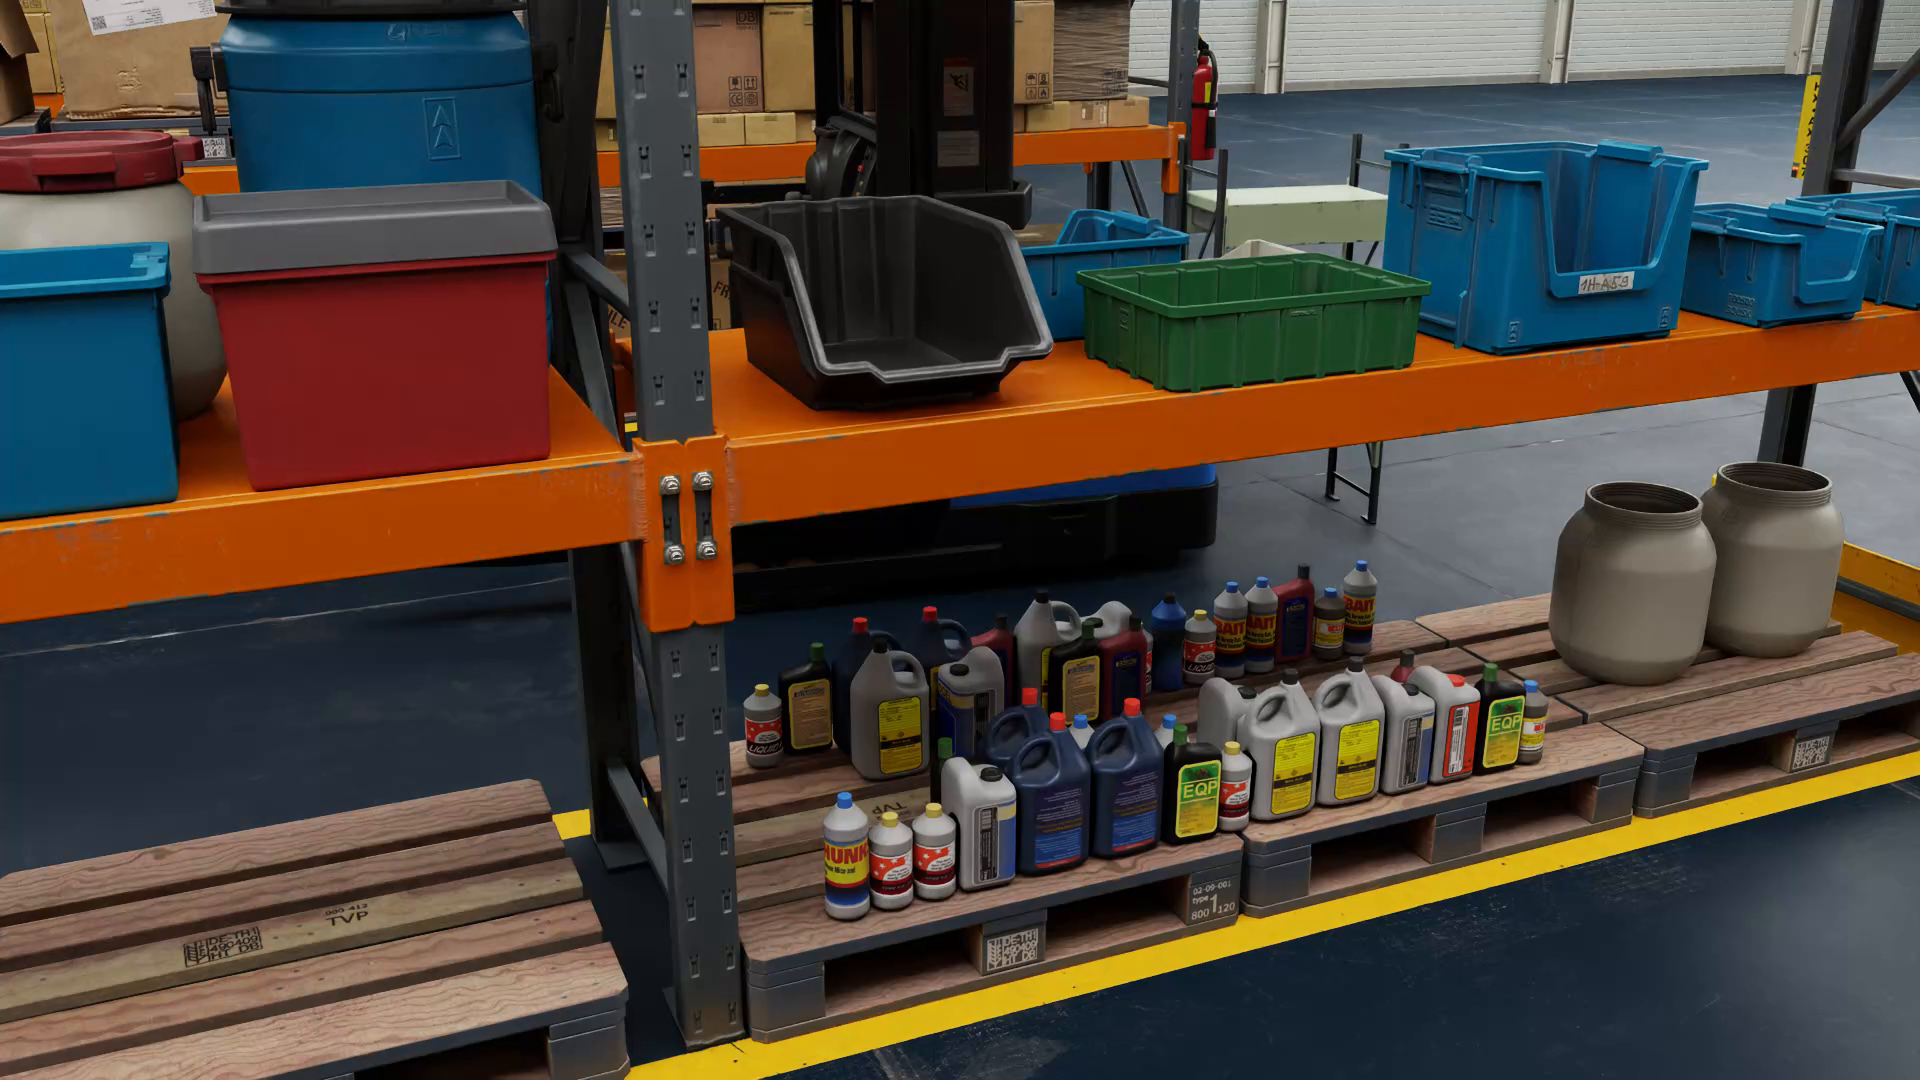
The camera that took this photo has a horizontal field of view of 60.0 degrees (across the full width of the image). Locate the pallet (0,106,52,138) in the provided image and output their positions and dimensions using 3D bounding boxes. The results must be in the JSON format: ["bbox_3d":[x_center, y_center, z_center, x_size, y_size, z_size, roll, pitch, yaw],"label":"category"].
[{"bbox_3d":[-4.543,-1.670,7.038,1.213,0.211,1.003,-8,21,-22],"label":"pallet"}]

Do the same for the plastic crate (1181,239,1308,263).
[{"bbox_3d":[0.681,-0.670,4.306,0.437,0.136,0.530,-8,21,-22],"label":"plastic crate"}]

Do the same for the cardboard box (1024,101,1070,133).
[{"bbox_3d":[0.382,-2.240,8.746,0.250,0.149,0.380,-8,21,-22],"label":"cardboard box"}]

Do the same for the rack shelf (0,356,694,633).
[{"bbox_3d":[-2.546,0.099,2.808,4.000,0.370,1.077,-8,21,-22],"label":"rack shelf"}]

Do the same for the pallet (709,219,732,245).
[{"bbox_3d":[-1.574,-2.622,13.651,1.213,0.211,1.003,-8,21,-22],"label":"pallet"}]

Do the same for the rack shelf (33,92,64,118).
[{"bbox_3d":[-6.380,-2.938,11.432,4.000,0.370,1.077,-8,21,-22],"label":"rack shelf"}]

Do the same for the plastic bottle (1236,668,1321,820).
[{"bbox_3d":[0.759,0.478,3.975,0.185,0.351,0.144,-8,21,-22],"label":"plastic bottle"}]

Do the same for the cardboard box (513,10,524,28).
[{"bbox_3d":[-2.234,-2.242,7.774,0.500,0.500,0.875,-8,21,-22],"label":"cardboard box"}]

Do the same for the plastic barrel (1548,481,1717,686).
[{"bbox_3d":[1.929,0.121,4.775,0.421,0.512,0.421,0,19,0],"label":"plastic barrel"}]

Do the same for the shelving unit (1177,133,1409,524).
[{"bbox_3d":[1.263,-0.804,6.548,0.755,1.500,0.431,-5,20,-14],"label":"shelving unit"}]

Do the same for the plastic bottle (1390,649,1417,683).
[{"bbox_3d":[1.165,0.411,4.264,0.133,0.283,0.061,-8,21,-22],"label":"plastic bottle"}]

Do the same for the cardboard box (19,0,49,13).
[{"bbox_3d":[-6.397,-3.791,11.116,0.500,0.500,0.700,-8,21,-22],"label":"cardboard box"}]

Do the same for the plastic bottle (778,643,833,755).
[{"bbox_3d":[-0.399,0.406,4.280,0.133,0.283,0.061,-7,21,-19],"label":"plastic bottle"}]

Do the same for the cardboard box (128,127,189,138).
[{"bbox_3d":[-7.736,-3.829,16.206,0.625,0.372,0.950,-7,21,-19],"label":"cardboard box"}]

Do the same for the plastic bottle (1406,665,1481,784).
[{"bbox_3d":[1.208,0.447,4.174,0.135,0.276,0.152,-8,21,-22],"label":"plastic bottle"}]

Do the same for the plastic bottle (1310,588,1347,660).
[{"bbox_3d":[1.080,0.240,4.876,0.097,0.201,0.097,0,19,0],"label":"plastic bottle"}]

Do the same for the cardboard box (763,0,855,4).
[{"bbox_3d":[-0.785,-2.856,8.013,0.500,0.500,0.500,-8,21,-22],"label":"cardboard box"}]

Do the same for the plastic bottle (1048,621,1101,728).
[{"bbox_3d":[0.304,0.358,4.418,0.133,0.283,0.061,-8,21,-22],"label":"plastic bottle"}]

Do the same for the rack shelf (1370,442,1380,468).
[{"bbox_3d":[1.263,-0.497,6.656,0.720,0.370,0.431,-5,20,-14],"label":"rack shelf"}]

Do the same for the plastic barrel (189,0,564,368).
[{"bbox_3d":[-1.185,-0.782,3.471,0.708,0.901,0.600,-8,21,-22],"label":"plastic barrel"}]

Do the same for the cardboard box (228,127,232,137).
[{"bbox_3d":[-5.078,-2.568,12.053,0.750,0.750,1.050,-8,21,-22],"label":"cardboard box"}]

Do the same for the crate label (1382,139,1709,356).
[{"bbox_3d":[1.380,-0.722,4.003,0.616,0.435,0.502,-8,21,-22],"label":"crate label"}]

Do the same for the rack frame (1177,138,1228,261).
[{"bbox_3d":[0.910,-0.772,6.457,0.023,1.500,0.400,-5,20,-14],"label":"rack frame"}]

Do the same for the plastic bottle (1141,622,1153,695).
[{"bbox_3d":[0.488,0.324,4.636,0.097,0.201,0.097,0,19,0],"label":"plastic bottle"}]

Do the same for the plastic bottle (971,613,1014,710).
[{"bbox_3d":[0.077,0.338,4.473,0.133,0.283,0.061,-7,20,-18],"label":"plastic bottle"}]

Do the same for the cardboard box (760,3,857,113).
[{"bbox_3d":[-0.866,-2.447,8.356,0.500,0.500,0.875,-8,21,-22],"label":"cardboard box"}]

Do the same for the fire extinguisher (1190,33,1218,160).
[{"bbox_3d":[1.289,-2.378,8.877,0.183,0.674,0.296,-8,21,-22],"label":"fire extinguisher"}]

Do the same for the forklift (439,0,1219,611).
[{"bbox_3d":[-0.606,-1.327,5.879,3.031,2.935,1.130,-5,20,-14],"label":"forklift"}]

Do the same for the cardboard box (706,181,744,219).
[{"bbox_3d":[-2.274,-3.036,13.196,0.875,0.875,0.875,-9,21,-23],"label":"cardboard box"}]

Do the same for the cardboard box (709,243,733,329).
[{"bbox_3d":[-1.227,-1.257,8.707,0.500,0.500,0.500,-10,22,-27],"label":"cardboard box"}]

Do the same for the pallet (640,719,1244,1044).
[{"bbox_3d":[-0.077,0.736,4.114,1.213,0.211,1.003,-8,21,-22],"label":"pallet"}]

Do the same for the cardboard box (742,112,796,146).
[{"bbox_3d":[-0.983,-2.034,8.159,0.250,0.149,0.380,-8,21,-22],"label":"cardboard box"}]

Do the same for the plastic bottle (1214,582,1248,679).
[{"bbox_3d":[0.768,0.251,4.738,0.097,0.271,0.097,0,19,0],"label":"plastic bottle"}]

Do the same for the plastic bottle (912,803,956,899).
[{"bbox_3d":[-0.057,0.674,3.643,0.097,0.201,0.097,0,19,0],"label":"plastic bottle"}]

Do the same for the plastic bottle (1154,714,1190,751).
[{"bbox_3d":[0.489,0.540,3.916,0.097,0.271,0.097,0,19,0],"label":"plastic bottle"}]

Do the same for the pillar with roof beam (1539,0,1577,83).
[{"bbox_3d":[12.343,-11.144,24.622,0.400,9.000,9.100,-8,21,-22],"label":"pillar with roof beam"}]

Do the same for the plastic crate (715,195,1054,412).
[{"bbox_3d":[-0.179,-0.505,3.532,0.504,0.338,0.767,-8,21,-22],"label":"plastic crate"}]

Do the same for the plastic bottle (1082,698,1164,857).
[{"bbox_3d":[0.369,0.534,3.816,0.185,0.351,0.144,-9,21,-24],"label":"plastic bottle"}]

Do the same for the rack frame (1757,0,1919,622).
[{"bbox_3d":[2.963,-1.030,4.931,0.127,3.000,1.000,-8,21,-22],"label":"rack frame"}]

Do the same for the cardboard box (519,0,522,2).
[{"bbox_3d":[-2.158,-2.655,7.442,0.500,0.500,0.500,-8,21,-22],"label":"cardboard box"}]

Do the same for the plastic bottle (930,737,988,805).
[{"bbox_3d":[0.000,0.578,3.790,0.133,0.283,0.061,-8,21,-22],"label":"plastic bottle"}]
